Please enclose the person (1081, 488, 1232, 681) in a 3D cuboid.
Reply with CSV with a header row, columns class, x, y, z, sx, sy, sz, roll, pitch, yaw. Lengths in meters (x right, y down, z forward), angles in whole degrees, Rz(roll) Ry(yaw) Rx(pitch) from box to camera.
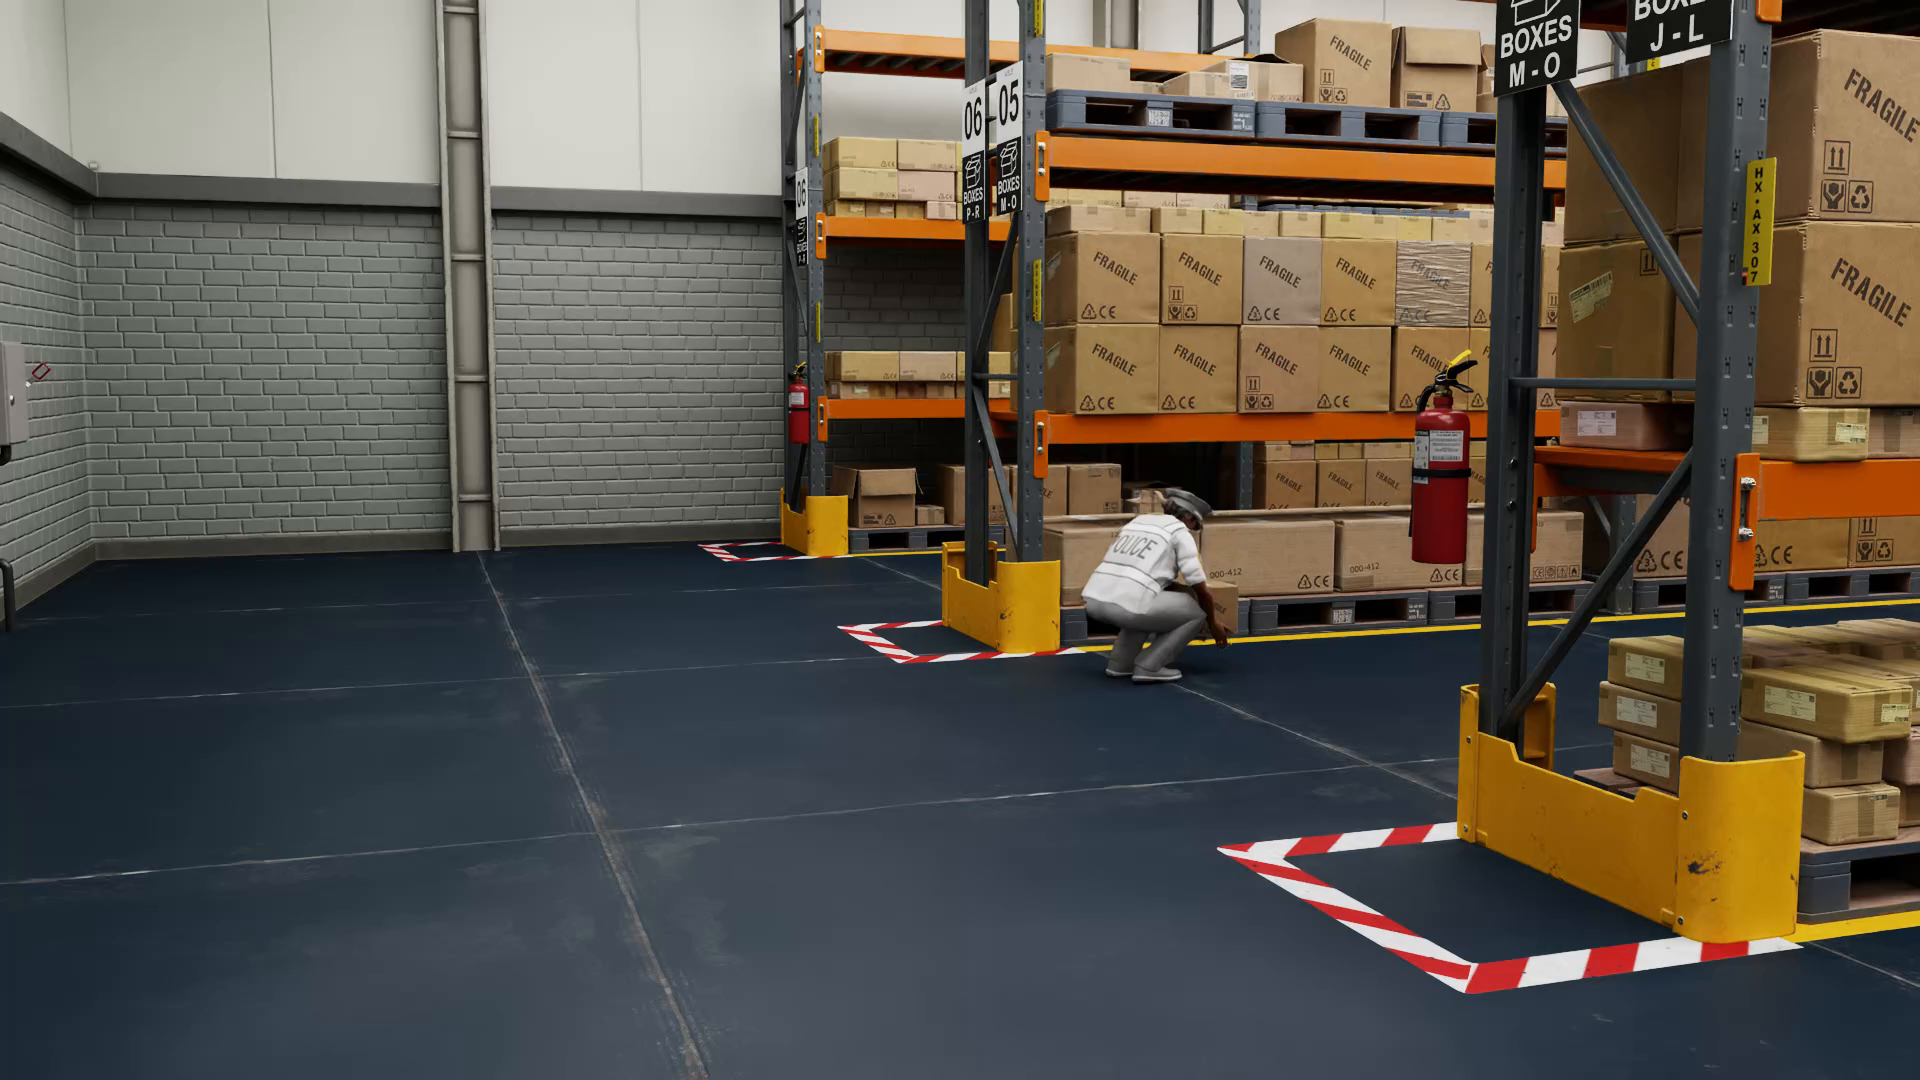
class,x,y,z,sx,sy,sz,roll,pitch,yaw
person,1.014,0.242,8.397,0.856,0.927,0.501,-4,7,-34
